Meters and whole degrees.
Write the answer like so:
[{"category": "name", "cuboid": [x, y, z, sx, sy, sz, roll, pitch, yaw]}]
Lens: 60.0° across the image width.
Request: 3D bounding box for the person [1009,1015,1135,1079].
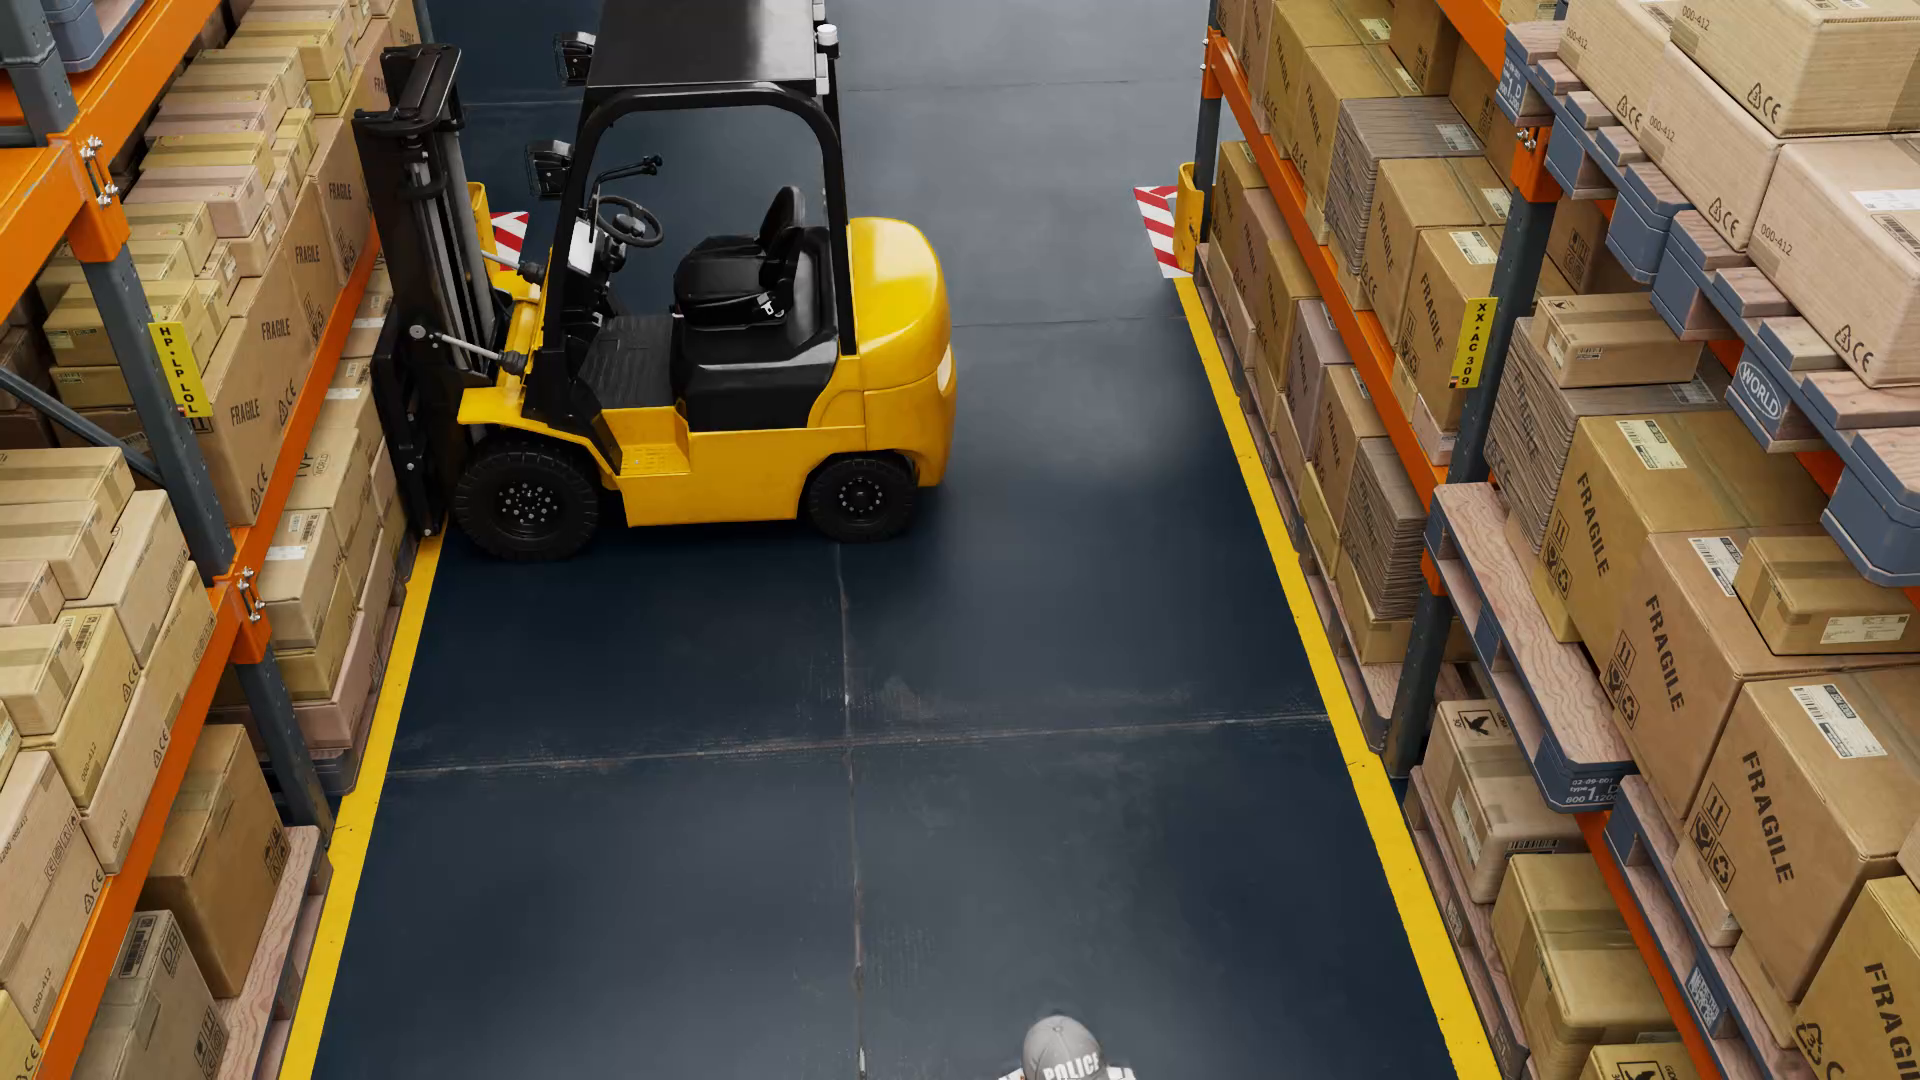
[{"category": "person", "cuboid": [0.246, 1.696, 3.978, 0.485, 1.582, 0.468, -8, 40, -10]}]
